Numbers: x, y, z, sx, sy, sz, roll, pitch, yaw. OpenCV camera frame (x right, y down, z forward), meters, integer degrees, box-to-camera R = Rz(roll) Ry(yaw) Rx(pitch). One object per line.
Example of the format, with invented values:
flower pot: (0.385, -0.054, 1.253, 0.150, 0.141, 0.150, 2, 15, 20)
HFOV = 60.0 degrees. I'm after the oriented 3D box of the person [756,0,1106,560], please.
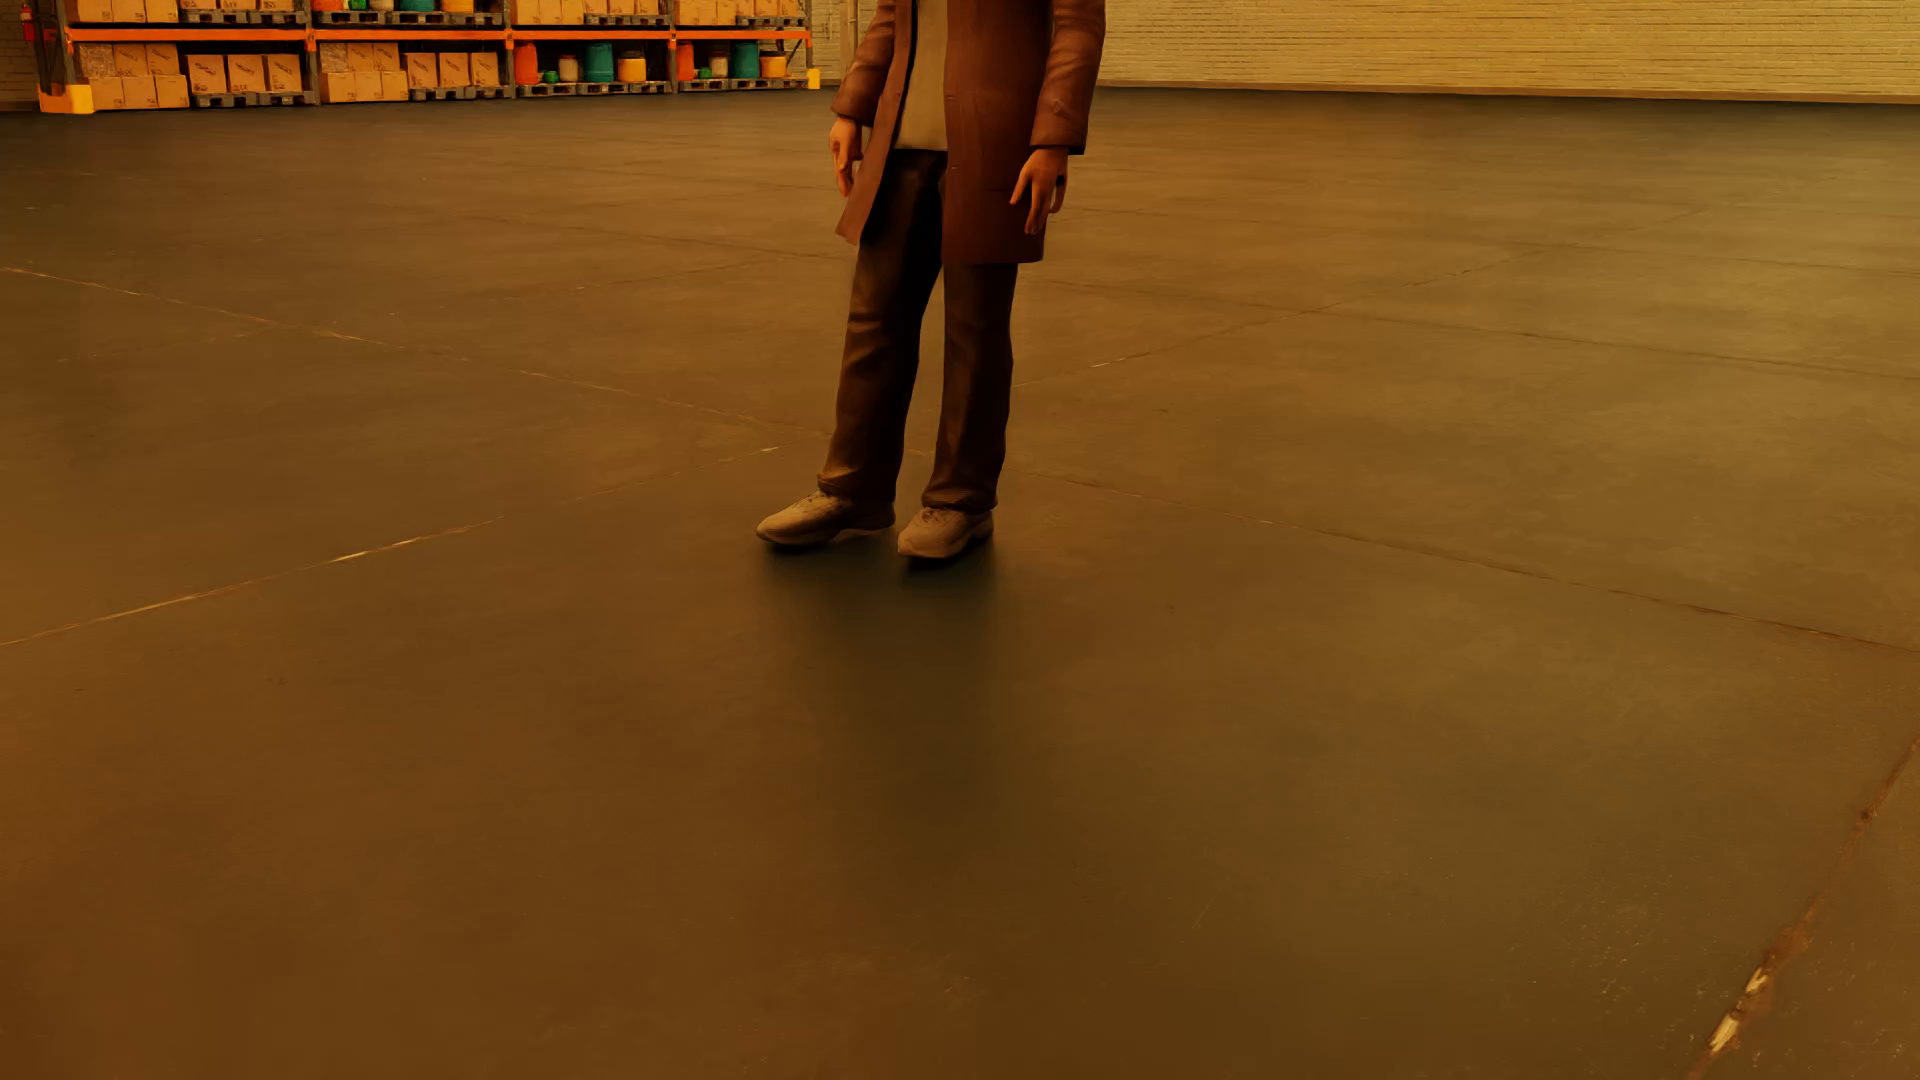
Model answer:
person: (-0.061, -0.838, 3.616, 0.698, 1.777, 0.579, 13, 21, 37)
